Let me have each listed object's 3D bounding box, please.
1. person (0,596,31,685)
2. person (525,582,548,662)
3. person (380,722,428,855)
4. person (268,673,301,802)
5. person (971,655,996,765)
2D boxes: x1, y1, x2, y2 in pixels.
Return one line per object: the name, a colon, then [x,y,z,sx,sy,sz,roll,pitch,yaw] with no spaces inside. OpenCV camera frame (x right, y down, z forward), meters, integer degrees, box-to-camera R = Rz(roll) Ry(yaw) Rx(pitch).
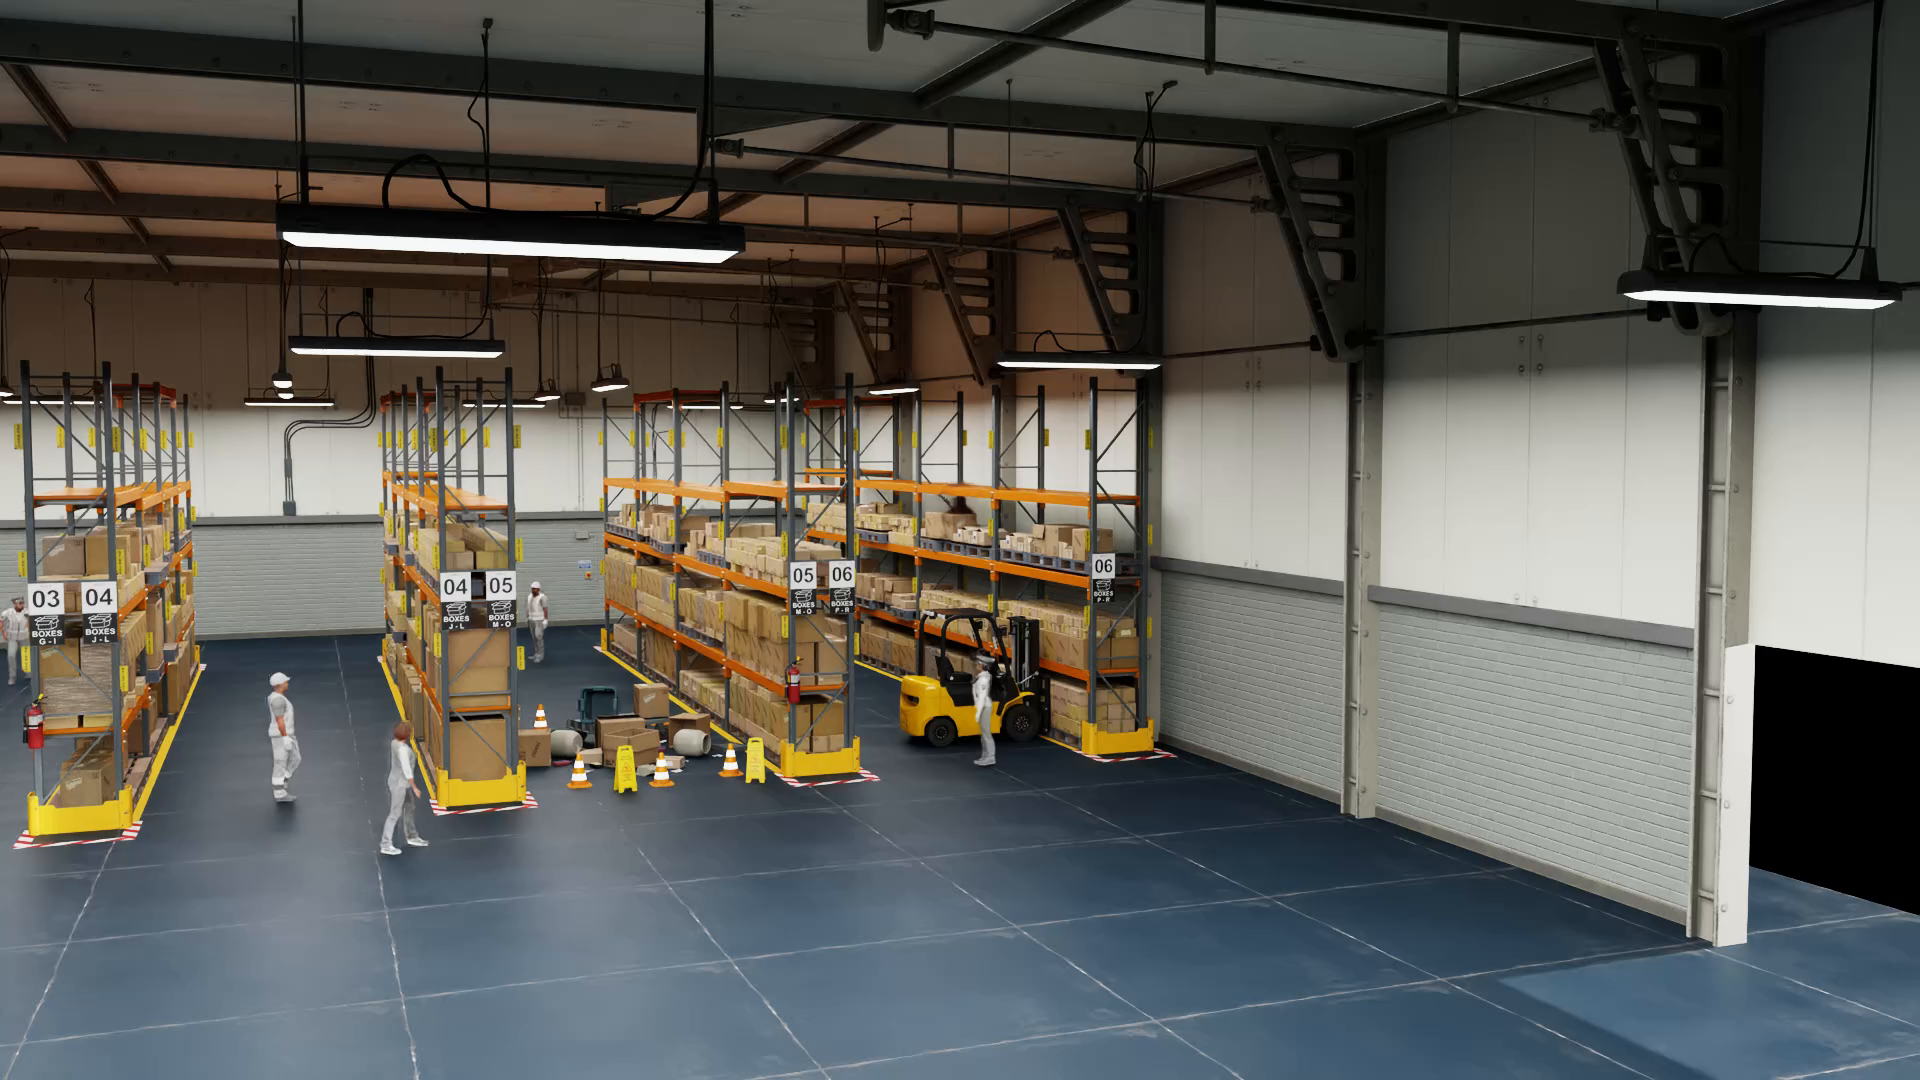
person: [-19.491,2.065,34.372,0.693,1.824,0.813,-1,4,-18]
person: [-9.670,1.848,37.787,0.619,1.806,0.485,3,4,37]
person: [-6.769,2.993,20.206,0.541,1.603,0.586,-1,4,-15]
person: [-9.382,2.728,23.049,0.429,1.794,0.592,0,3,-6]
person: [0.352,2.626,25.600,0.387,1.712,0.532,0,3,-4]
